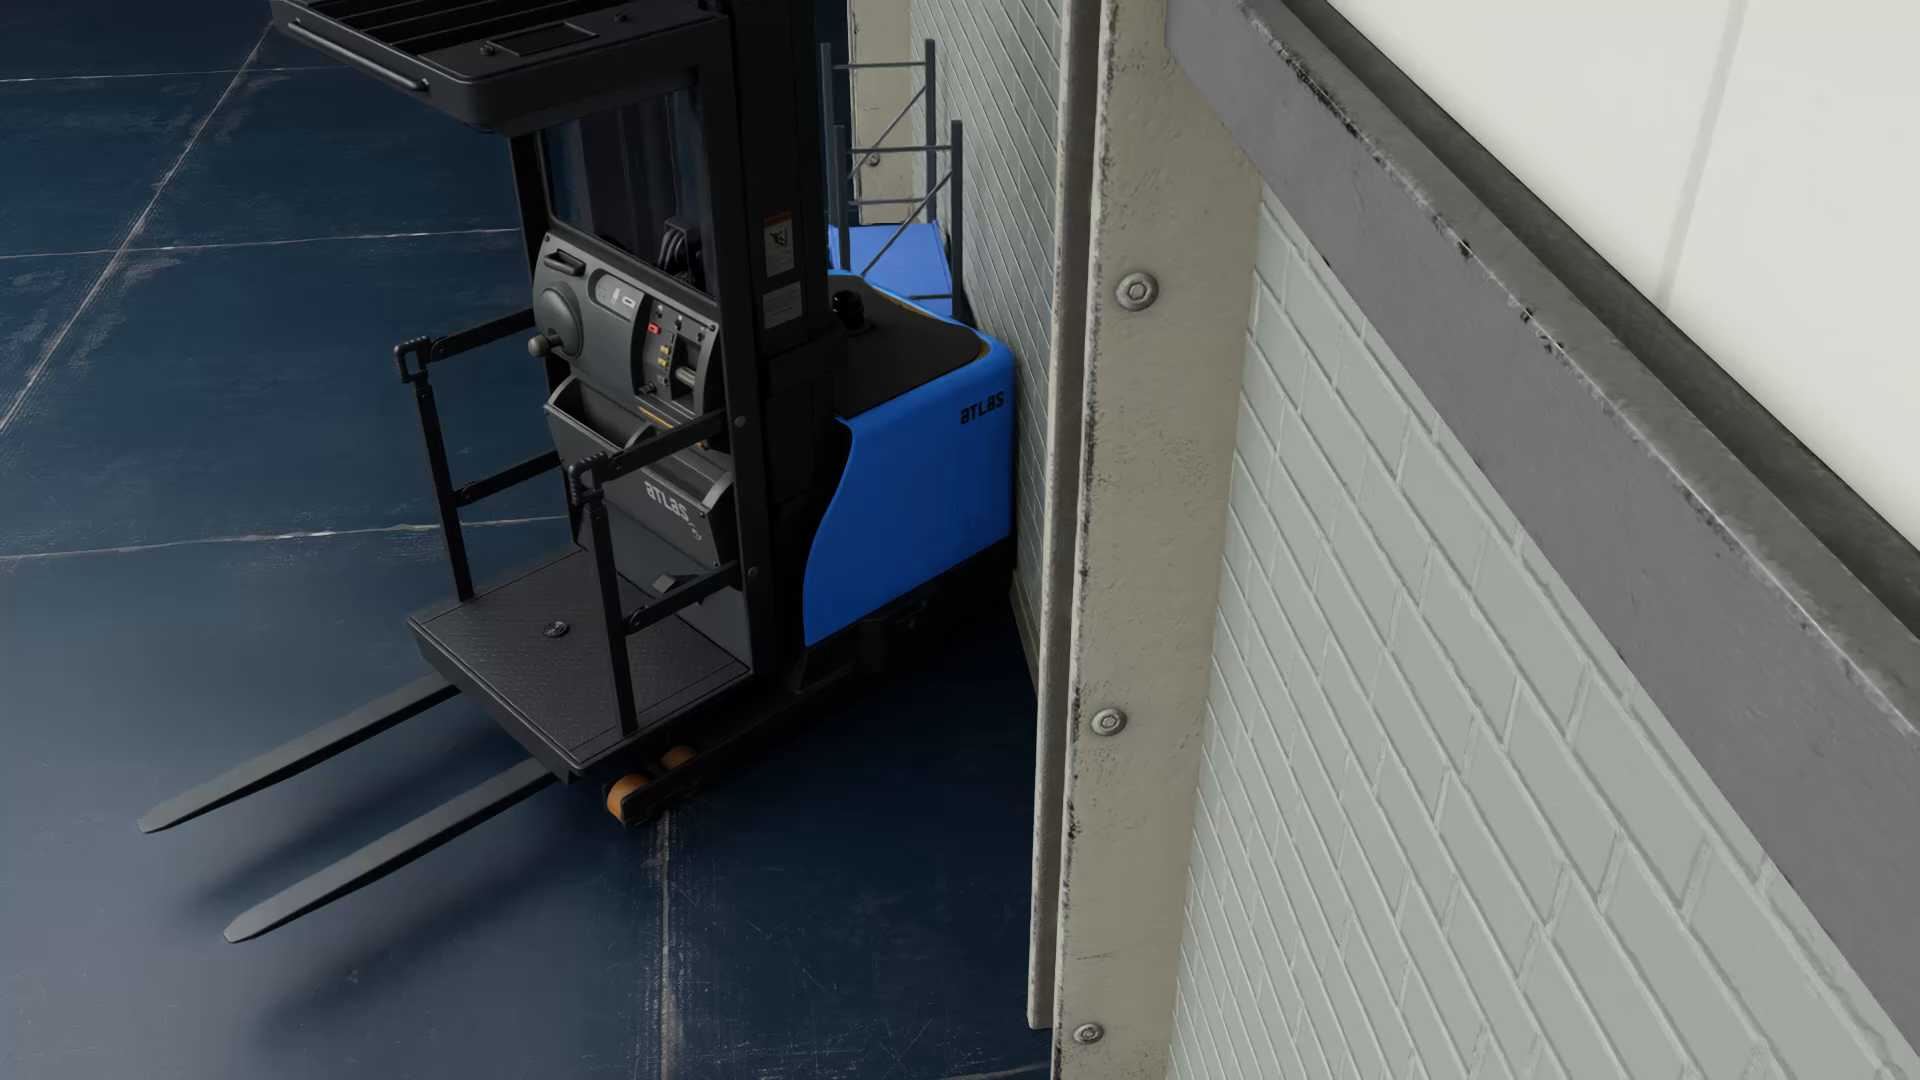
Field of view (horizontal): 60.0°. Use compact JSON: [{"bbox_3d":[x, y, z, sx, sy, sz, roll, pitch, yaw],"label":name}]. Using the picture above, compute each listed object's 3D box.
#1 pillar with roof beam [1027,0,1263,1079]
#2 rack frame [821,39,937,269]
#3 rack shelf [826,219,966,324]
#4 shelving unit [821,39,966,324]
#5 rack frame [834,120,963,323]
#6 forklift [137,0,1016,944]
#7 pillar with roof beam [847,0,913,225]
[{"bbox_3d":[-3.894,-1.939,1.604,9.100,9.000,0.400,-4,35,-6],"label":"pillar with roof beam"},{"bbox_3d":[-0.359,-1.565,7.714,0.500,1.500,0.032,-4,34,-6],"label":"rack frame"},{"bbox_3d":[-0.299,-1.132,7.398,0.538,0.185,1.000,-4,34,-6],"label":"rack shelf"},{"bbox_3d":[-0.299,-1.281,7.297,0.538,1.500,1.048,-4,34,-6],"label":"shelving unit"},{"bbox_3d":[-0.240,-0.996,6.880,0.500,1.500,0.032,-4,34,-6],"label":"rack frame"},{"bbox_3d":[-1.199,-0.617,5.053,3.031,2.935,1.130,-29,43,-35],"label":"forklift"},{"bbox_3d":[-4.701,-5.287,6.517,9.100,9.000,0.400,-4,35,-6],"label":"pillar with roof beam"}]
